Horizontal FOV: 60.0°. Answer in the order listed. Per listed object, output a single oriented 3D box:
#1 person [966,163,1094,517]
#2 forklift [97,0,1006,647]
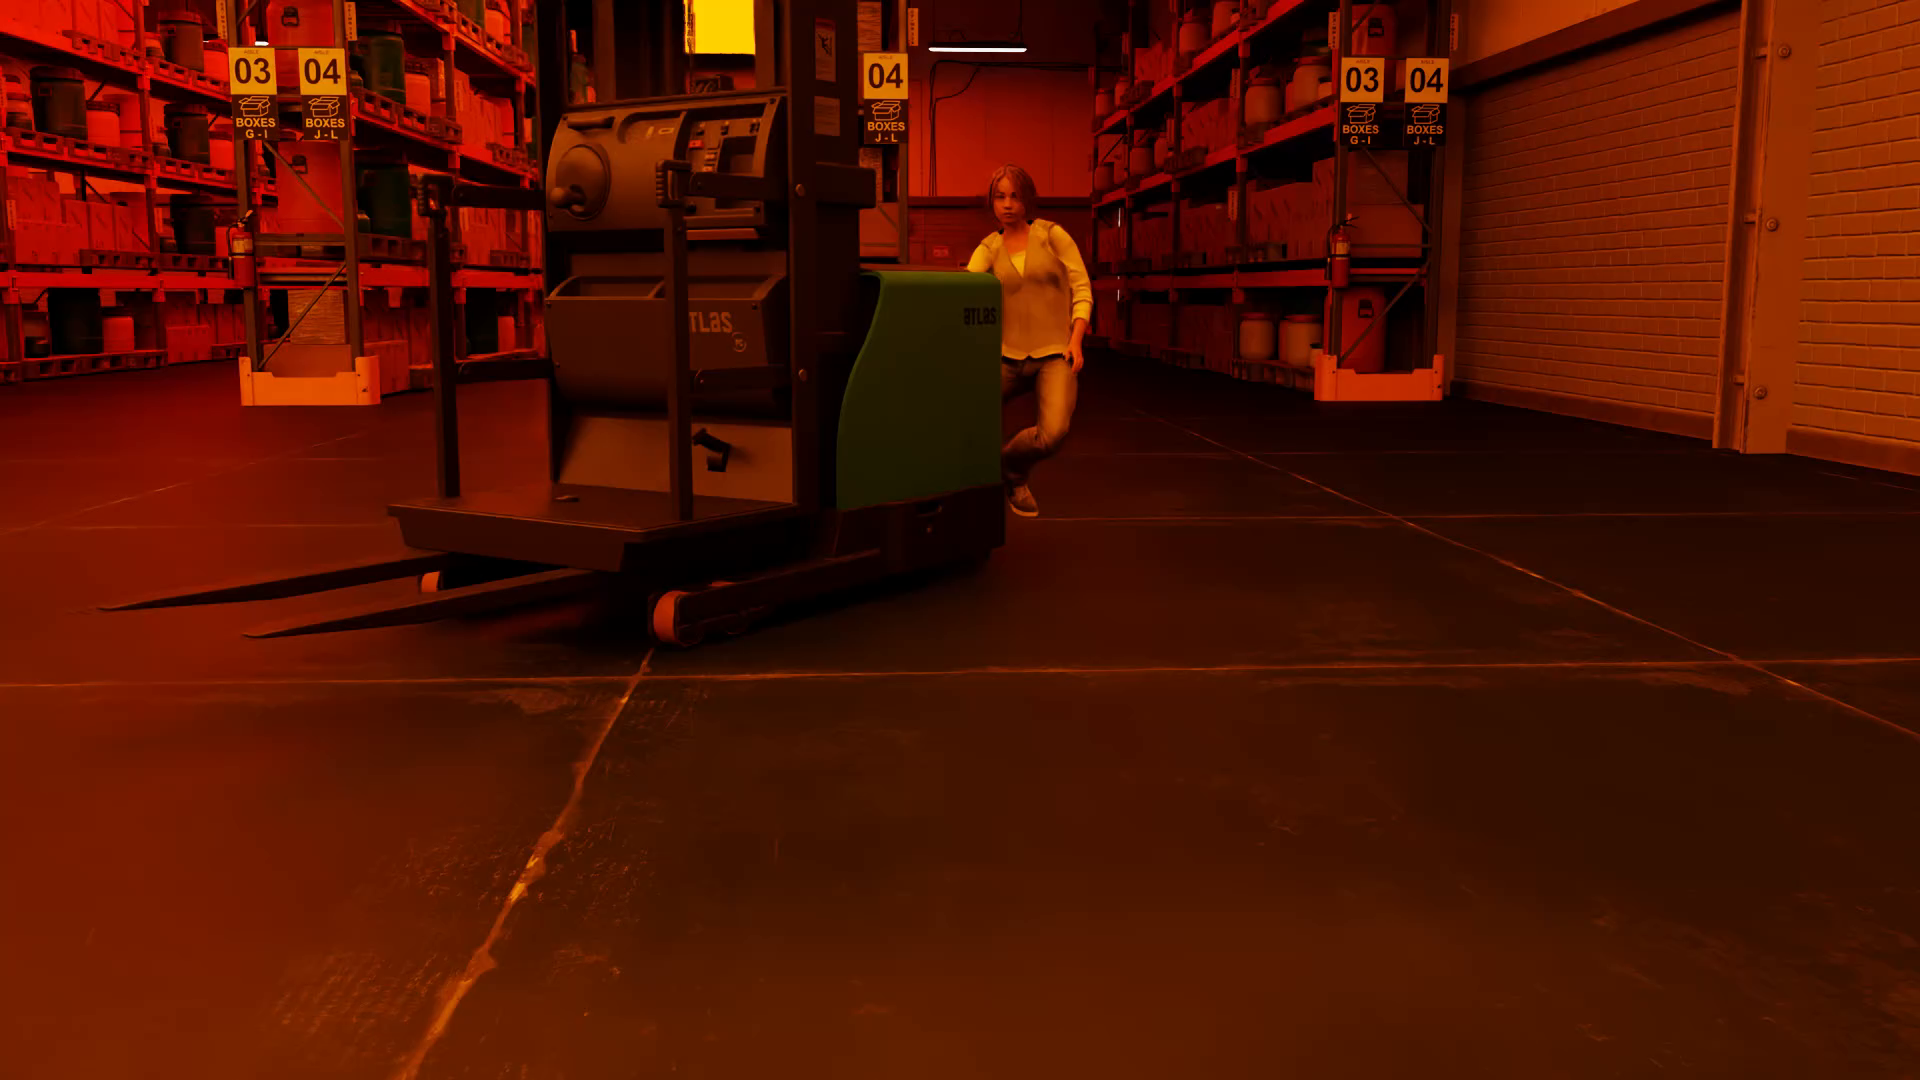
[{"bbox_3d":[0.154,-0.676,6.278,0.639,1.479,0.604,2,9,15],"label":"person"},{"bbox_3d":[-1.059,-1.222,5.058,1.130,2.935,3.031,5,10,33],"label":"forklift"}]
